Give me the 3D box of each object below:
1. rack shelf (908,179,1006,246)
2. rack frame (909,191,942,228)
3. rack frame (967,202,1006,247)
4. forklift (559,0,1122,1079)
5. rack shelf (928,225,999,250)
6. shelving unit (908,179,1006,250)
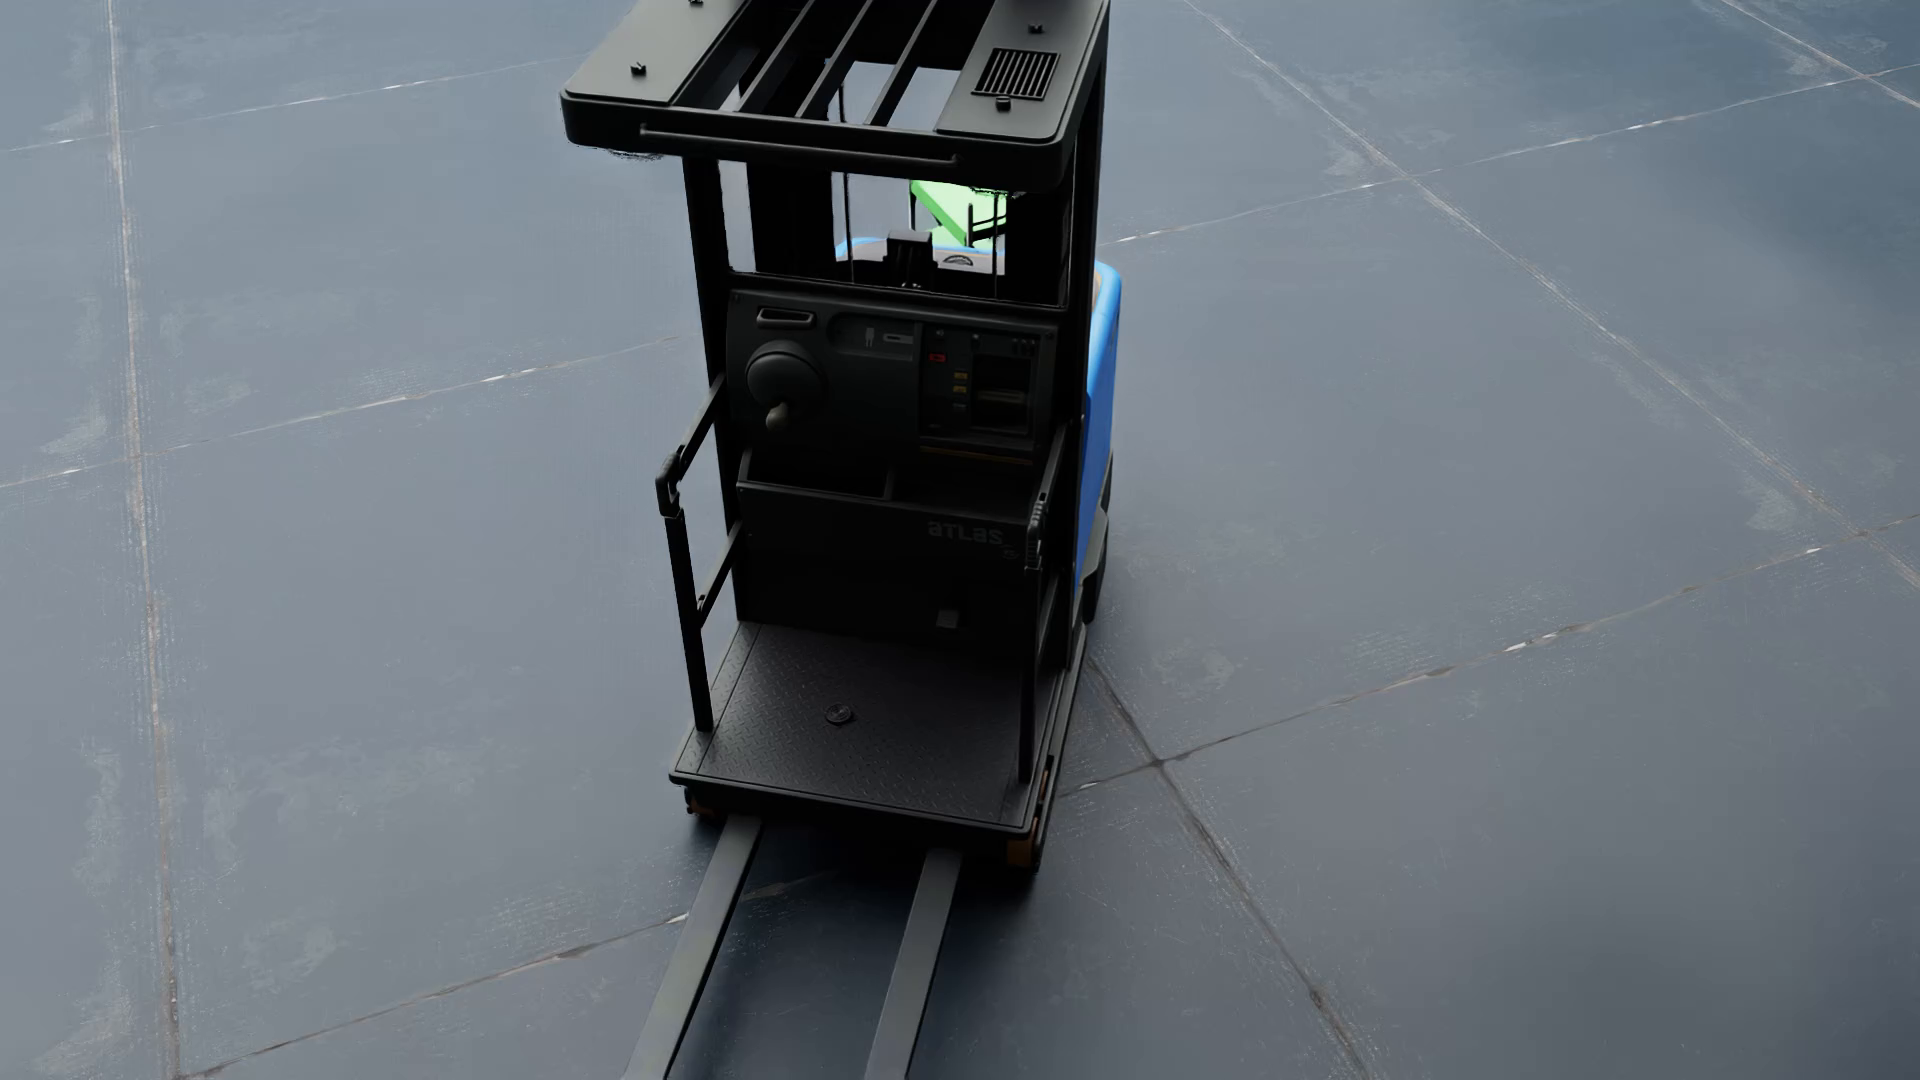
[{"bbox_3d":[0.027,-1.204,6.091,0.258,0.148,0.480,-18,44,-19],"label":"rack shelf"},{"bbox_3d":[-0.080,-1.031,6.529,0.240,1.200,0.015,-18,44,-19],"label":"rack frame"},{"bbox_3d":[0.134,-0.745,6.197,0.240,1.200,0.015,-18,44,-19],"label":"rack frame"},{"bbox_3d":[-0.237,-0.380,4.443,1.130,2.935,3.031,8,41,9],"label":"forklift"},{"bbox_3d":[0.027,-1.022,6.248,0.258,0.148,0.480,-18,44,-19],"label":"rack shelf"},{"bbox_3d":[0.027,-0.888,6.363,0.258,1.200,0.503,-18,44,-19],"label":"shelving unit"}]
